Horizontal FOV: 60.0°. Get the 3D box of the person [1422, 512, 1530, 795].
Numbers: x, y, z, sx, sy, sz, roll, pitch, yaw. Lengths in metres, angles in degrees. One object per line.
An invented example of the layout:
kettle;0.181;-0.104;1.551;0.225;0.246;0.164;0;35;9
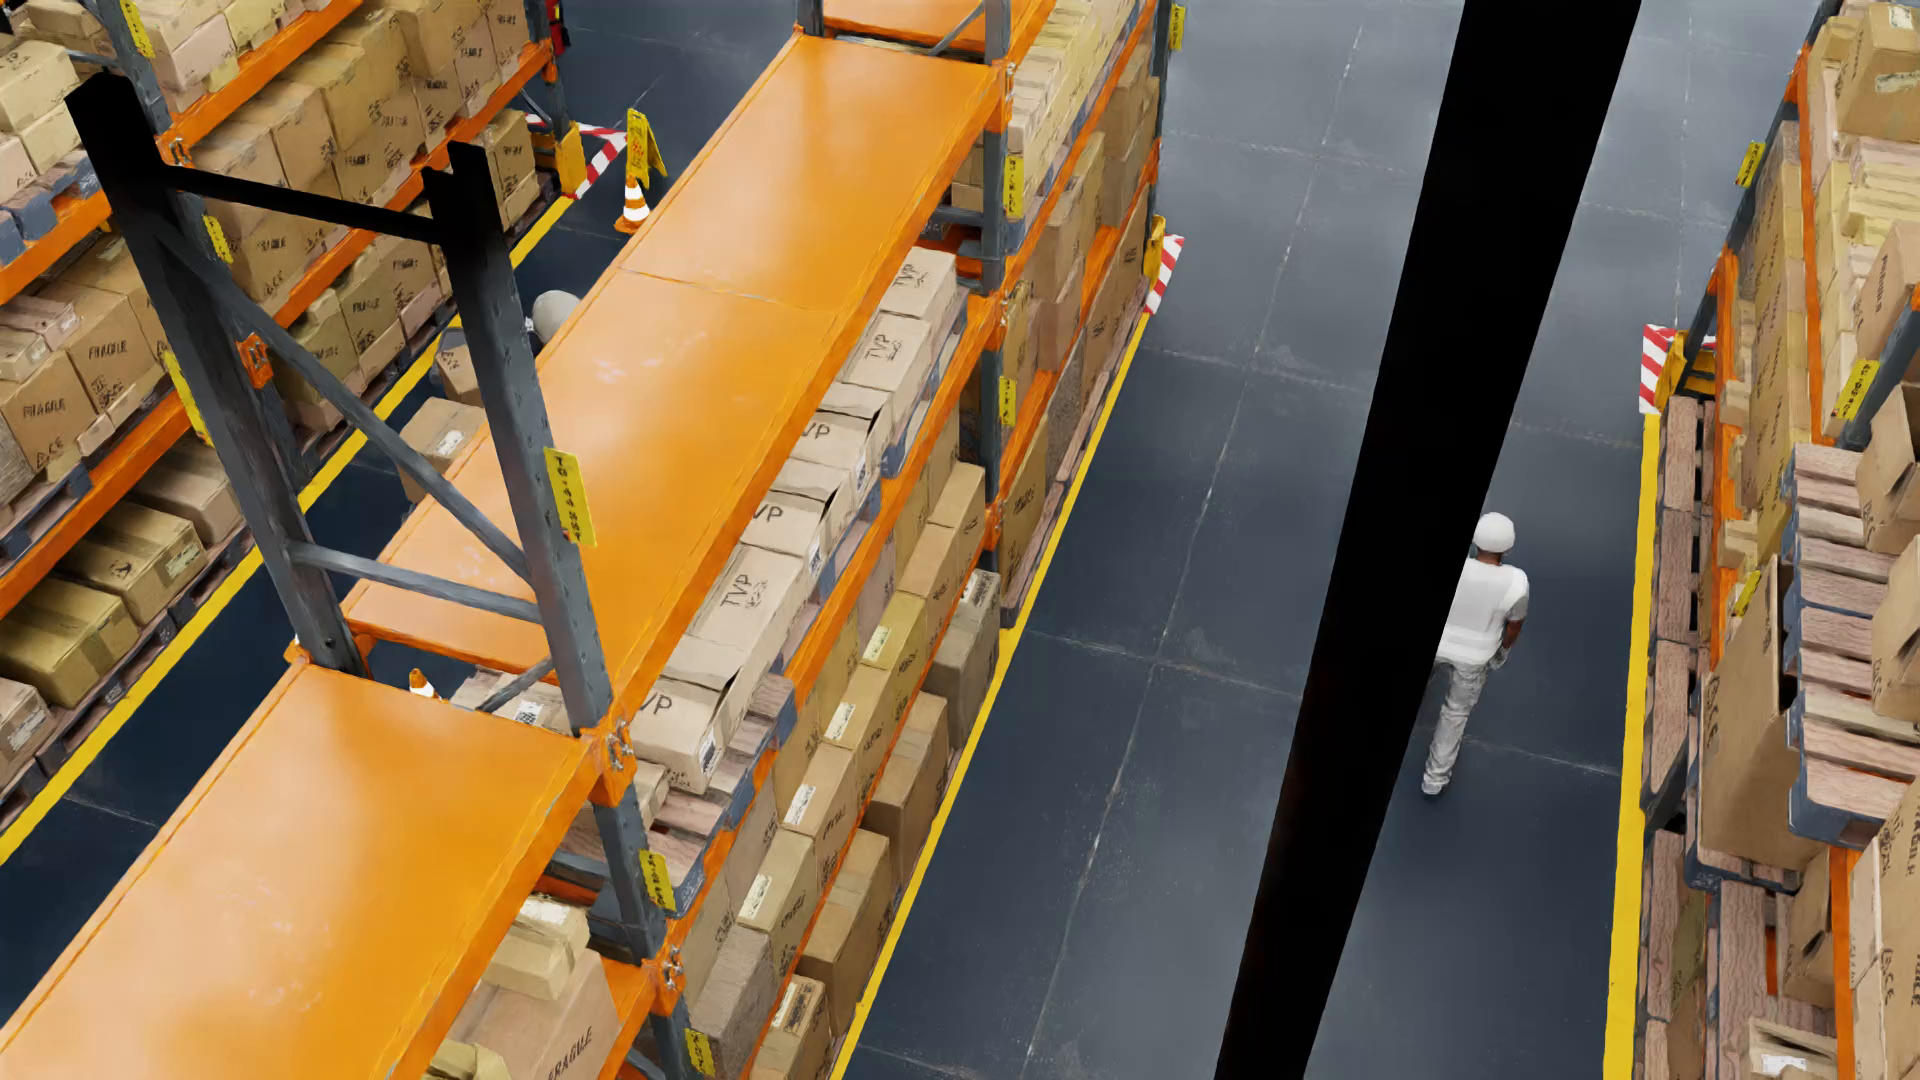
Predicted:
person;2.858;0.517;9.420;0.566;1.706;1.122;15;48;14
